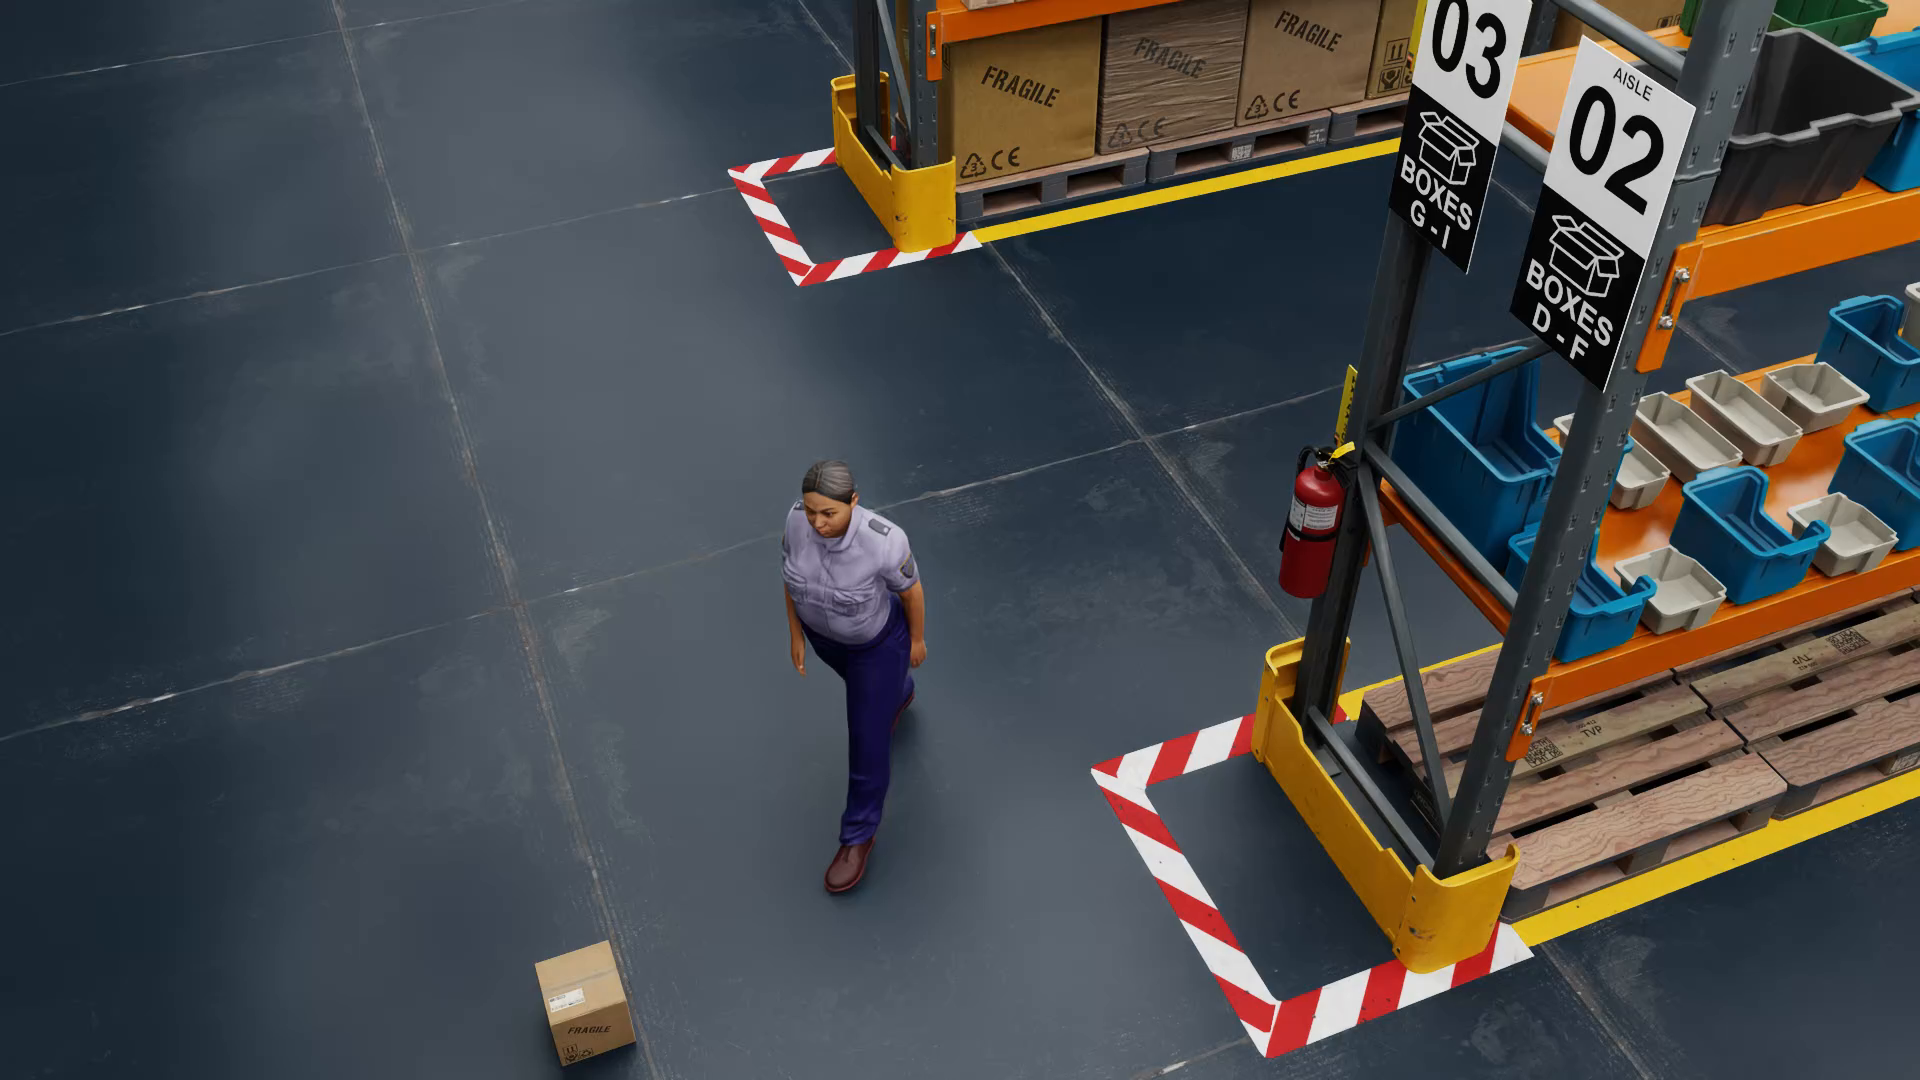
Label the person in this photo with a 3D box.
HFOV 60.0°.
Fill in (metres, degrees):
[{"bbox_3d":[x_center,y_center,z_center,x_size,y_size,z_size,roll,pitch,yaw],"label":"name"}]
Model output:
[{"bbox_3d":[-0.378,0.337,5.792,0.502,1.587,0.962,22,46,23],"label":"person"}]
